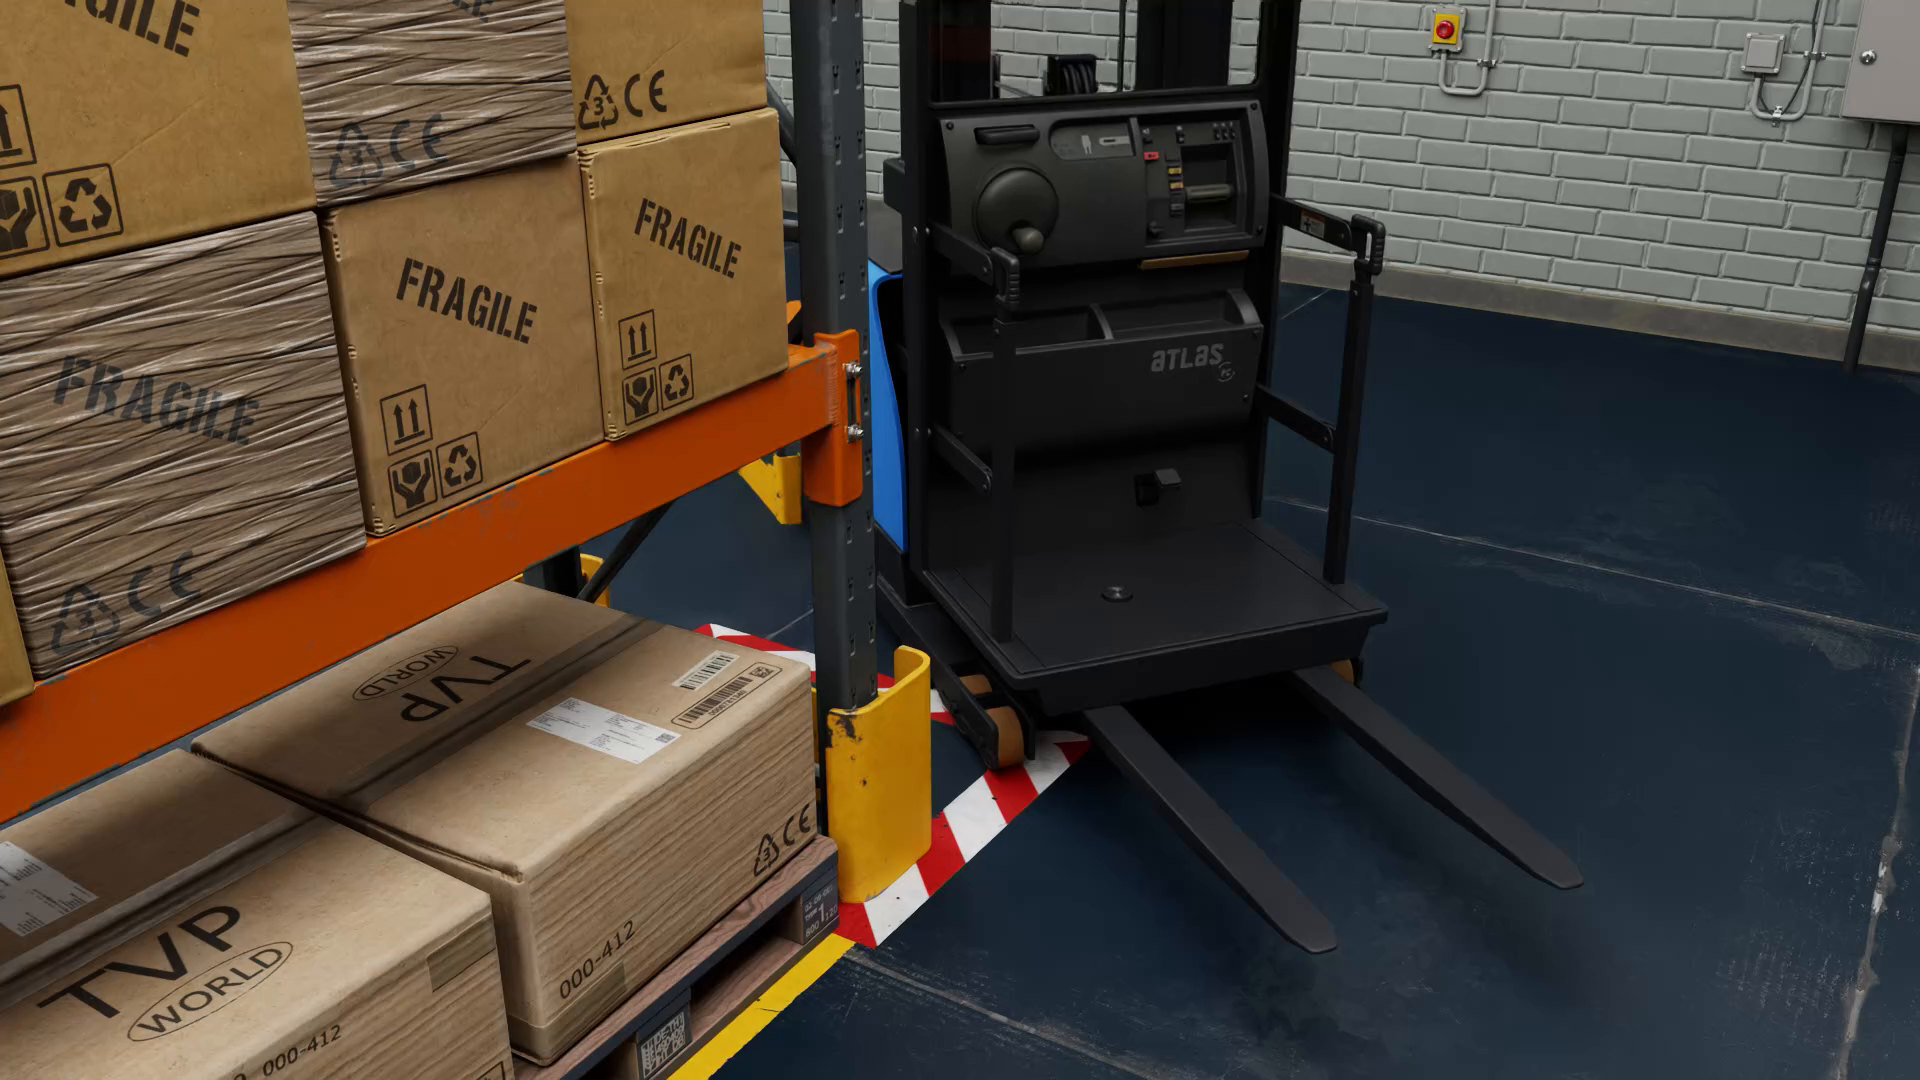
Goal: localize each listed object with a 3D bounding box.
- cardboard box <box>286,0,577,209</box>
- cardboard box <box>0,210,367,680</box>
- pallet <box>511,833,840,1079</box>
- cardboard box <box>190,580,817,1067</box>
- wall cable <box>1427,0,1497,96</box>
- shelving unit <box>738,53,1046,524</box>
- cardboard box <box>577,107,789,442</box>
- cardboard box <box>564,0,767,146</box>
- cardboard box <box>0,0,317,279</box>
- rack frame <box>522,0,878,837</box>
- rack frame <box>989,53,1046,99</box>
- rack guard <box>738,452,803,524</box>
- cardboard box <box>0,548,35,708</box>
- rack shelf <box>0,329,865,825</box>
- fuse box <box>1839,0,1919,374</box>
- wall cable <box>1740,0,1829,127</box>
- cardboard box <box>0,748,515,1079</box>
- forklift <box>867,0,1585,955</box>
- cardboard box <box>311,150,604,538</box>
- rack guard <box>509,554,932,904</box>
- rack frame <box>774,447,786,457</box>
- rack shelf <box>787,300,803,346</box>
[{"bbox_3d":[-0.946,-0.813,2.467,0.500,0.500,0.500,14,27,29],"label":"cardboard box"},{"bbox_3d":[-1.214,-0.189,2.285,0.500,0.500,0.500,15,27,30],"label":"cardboard box"},{"bbox_3d":[-0.999,0.863,3.491,1.003,0.211,1.213,14,27,29],"label":"pallet"},{"bbox_3d":[-0.907,0.524,3.461,0.875,0.438,0.875,13,27,27],"label":"cardboard box"},{"bbox_3d":[2.311,-3.092,7.798,0.585,1.953,0.123,14,27,29],"label":"wall cable"},{"bbox_3d":[-0.246,-0.932,6.015,1.083,1.500,0.587,-10,25,-21],"label":"shelving unit"},{"bbox_3d":[-0.673,-0.531,3.075,0.500,0.500,0.500,14,27,29],"label":"cardboard box"},{"bbox_3d":[-0.696,-0.995,2.889,0.500,0.500,0.500,15,28,31],"label":"cardboard box"},{"bbox_3d":[-1.210,-0.647,2.083,0.500,0.500,0.500,14,27,29],"label":"cardboard box"},{"bbox_3d":[-0.644,-0.703,3.599,1.000,3.000,0.127,14,27,29],"label":"rack frame"},{"bbox_3d":[0.214,-1.010,6.194,0.032,1.500,0.500,-10,25,-21],"label":"rack frame"},{"bbox_3d":[-0.704,-0.281,6.085,0.087,0.250,0.587,-10,25,-21],"label":"rack guard"},{"bbox_3d":[-1.475,-0.012,1.876,0.500,0.500,0.500,15,27,30],"label":"cardboard box"},{"bbox_3d":[-1.699,0.302,2.182,1.077,0.370,4.000,14,27,29],"label":"rack shelf"},{"bbox_3d":[4.019,-1.531,7.132,0.539,1.711,0.414,14,27,29],"label":"fuse box"},{"bbox_3d":[3.522,-2.784,7.127,0.588,1.984,0.122,14,27,29],"label":"wall cable"},{"bbox_3d":[-1.383,0.834,2.744,0.875,0.438,0.875,15,27,30],"label":"cardboard box"},{"bbox_3d":[0.472,-0.930,4.209,1.130,2.935,3.031,-9,25,-19],"label":"forklift"},{"bbox_3d":[-0.951,-0.365,2.691,0.500,0.500,0.500,13,27,28],"label":"cardboard box"},{"bbox_3d":[-0.631,0.436,4.114,1.175,0.500,0.348,14,27,29],"label":"rack guard"},{"bbox_3d":[-0.722,-0.852,5.830,0.032,1.500,0.500,-10,25,-21],"label":"rack frame"},{"bbox_3d":[-0.254,-0.766,6.084,1.000,0.185,0.538,-10,25,-21],"label":"rack shelf"}]
